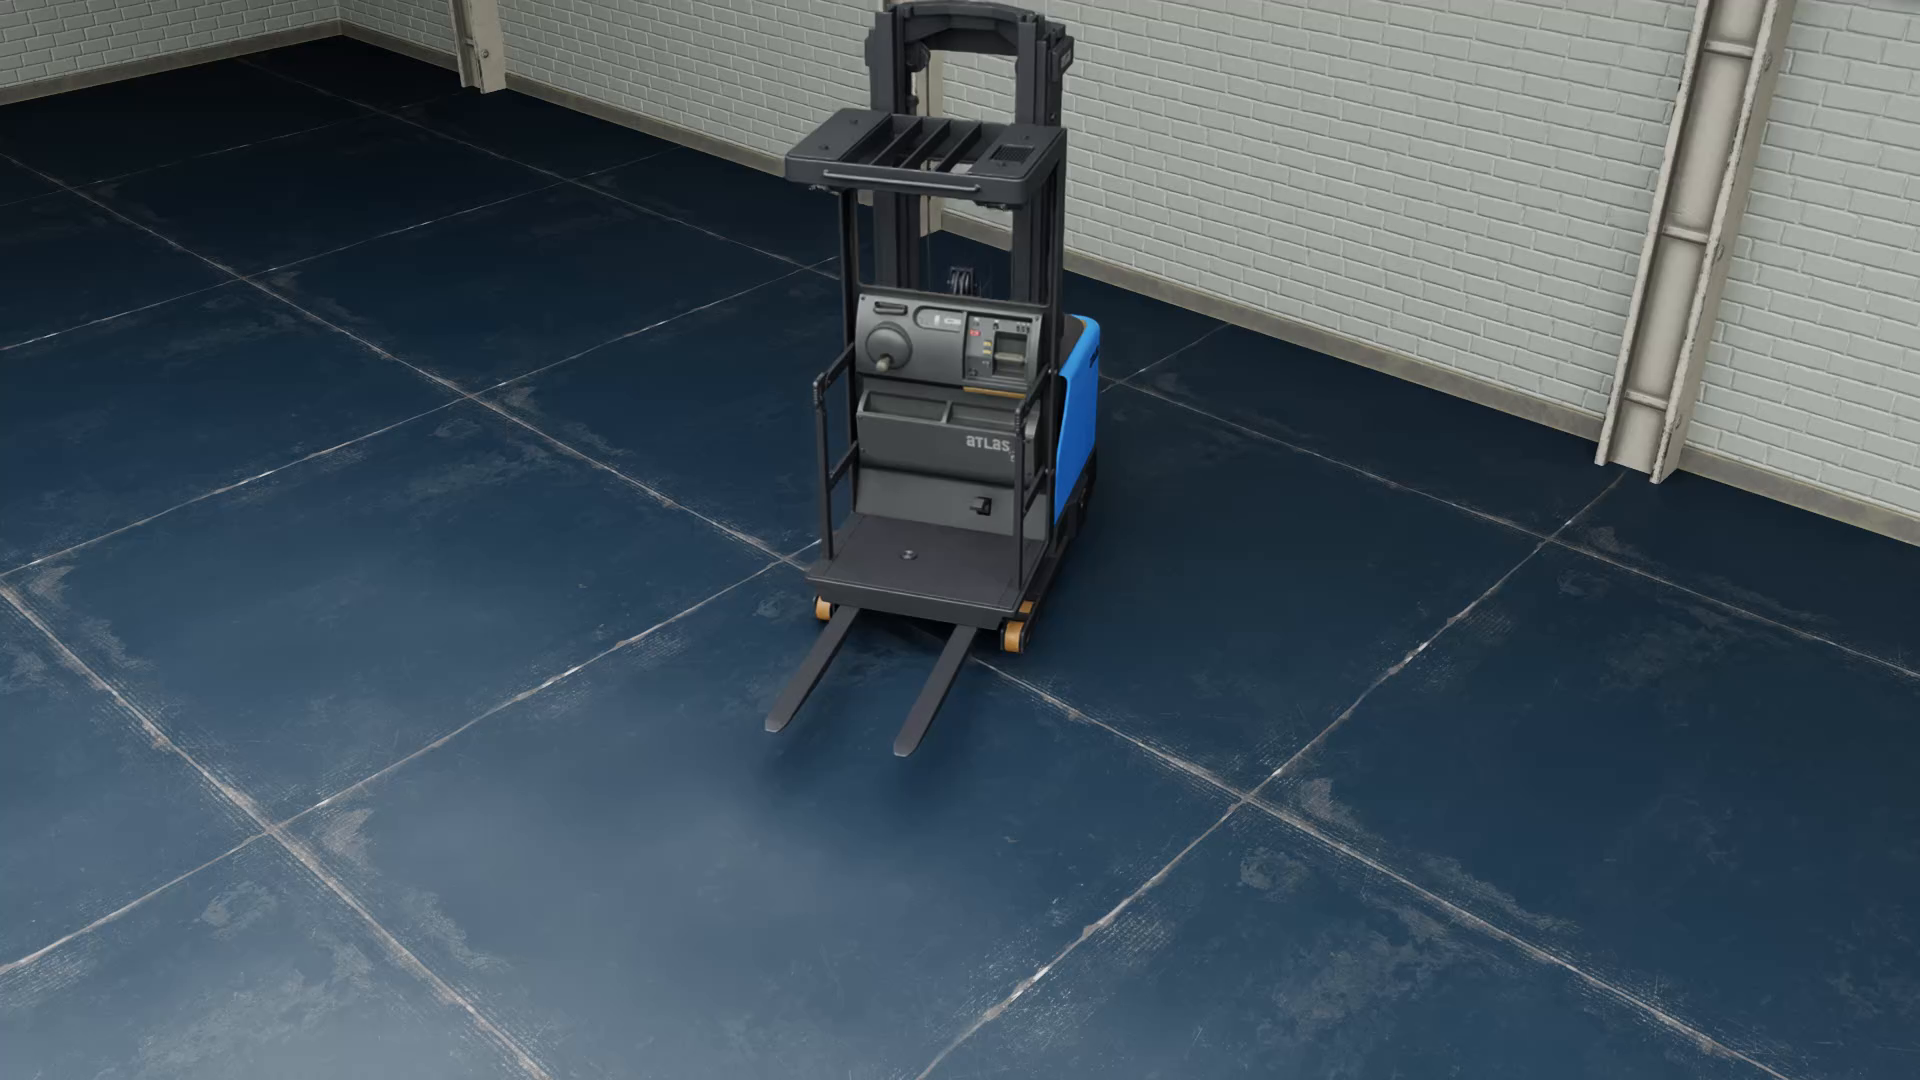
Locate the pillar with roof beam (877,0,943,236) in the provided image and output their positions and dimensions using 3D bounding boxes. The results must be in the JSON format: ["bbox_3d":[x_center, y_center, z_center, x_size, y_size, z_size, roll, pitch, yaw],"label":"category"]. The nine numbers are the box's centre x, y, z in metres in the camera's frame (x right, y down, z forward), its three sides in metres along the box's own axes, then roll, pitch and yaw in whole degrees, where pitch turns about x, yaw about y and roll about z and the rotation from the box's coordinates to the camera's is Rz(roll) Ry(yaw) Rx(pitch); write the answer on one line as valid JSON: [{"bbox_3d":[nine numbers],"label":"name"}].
[{"bbox_3d":[-3.267,-4.741,8.400,0.400,9.000,9.100,25,39,35],"label":"pillar with roof beam"}]

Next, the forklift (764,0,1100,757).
[{"bbox_3d":[-0.119,-0.917,7.932,1.130,2.935,3.031,9,32,14],"label":"forklift"}]

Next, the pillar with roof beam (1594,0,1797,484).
[{"bbox_3d":[1.182,-2.664,4.951,0.400,9.000,9.100,25,39,35],"label":"pillar with roof beam"}]

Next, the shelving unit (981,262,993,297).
[{"bbox_3d":[0.242,-1.015,9.773,0.189,1.200,0.258,9,32,14],"label":"shelving unit"}]

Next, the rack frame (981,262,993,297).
[{"bbox_3d":[0.154,-1.029,9.795,0.006,1.200,0.240,9,32,14],"label":"rack frame"}]

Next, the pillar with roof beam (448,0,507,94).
[{"bbox_3d":[-7.716,-6.818,11.850,0.400,9.000,9.100,25,39,35],"label":"pillar with roof beam"}]
